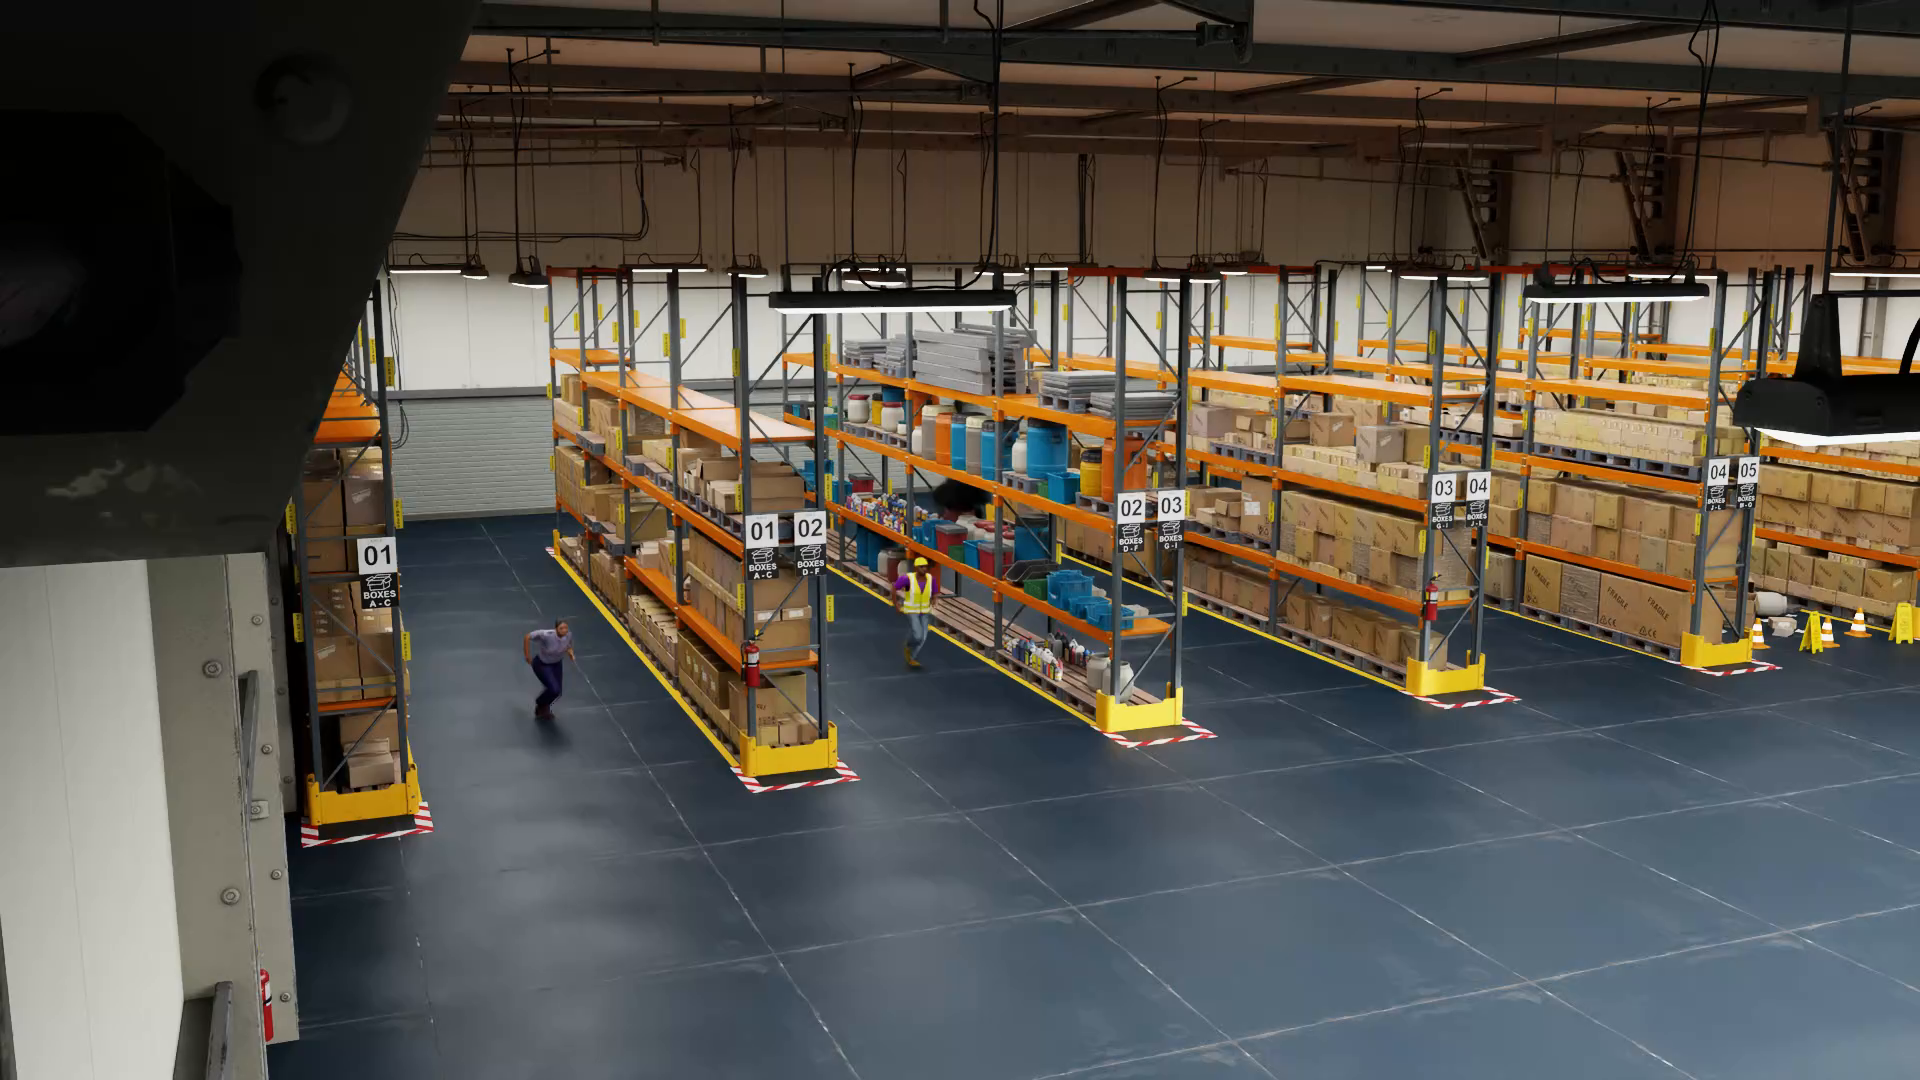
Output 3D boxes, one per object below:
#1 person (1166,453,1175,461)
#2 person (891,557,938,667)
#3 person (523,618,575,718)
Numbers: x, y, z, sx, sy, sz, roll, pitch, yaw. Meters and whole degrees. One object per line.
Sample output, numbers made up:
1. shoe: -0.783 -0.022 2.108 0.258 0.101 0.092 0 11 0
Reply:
1. person: 4.790 -1.135 38.183 0.657 1.747 0.625 -4 11 -20
2. person: -0.631 1.106 25.257 0.696 1.713 0.622 -5 11 -26
3. person: -5.527 1.743 22.397 0.842 1.481 0.636 8 13 40
